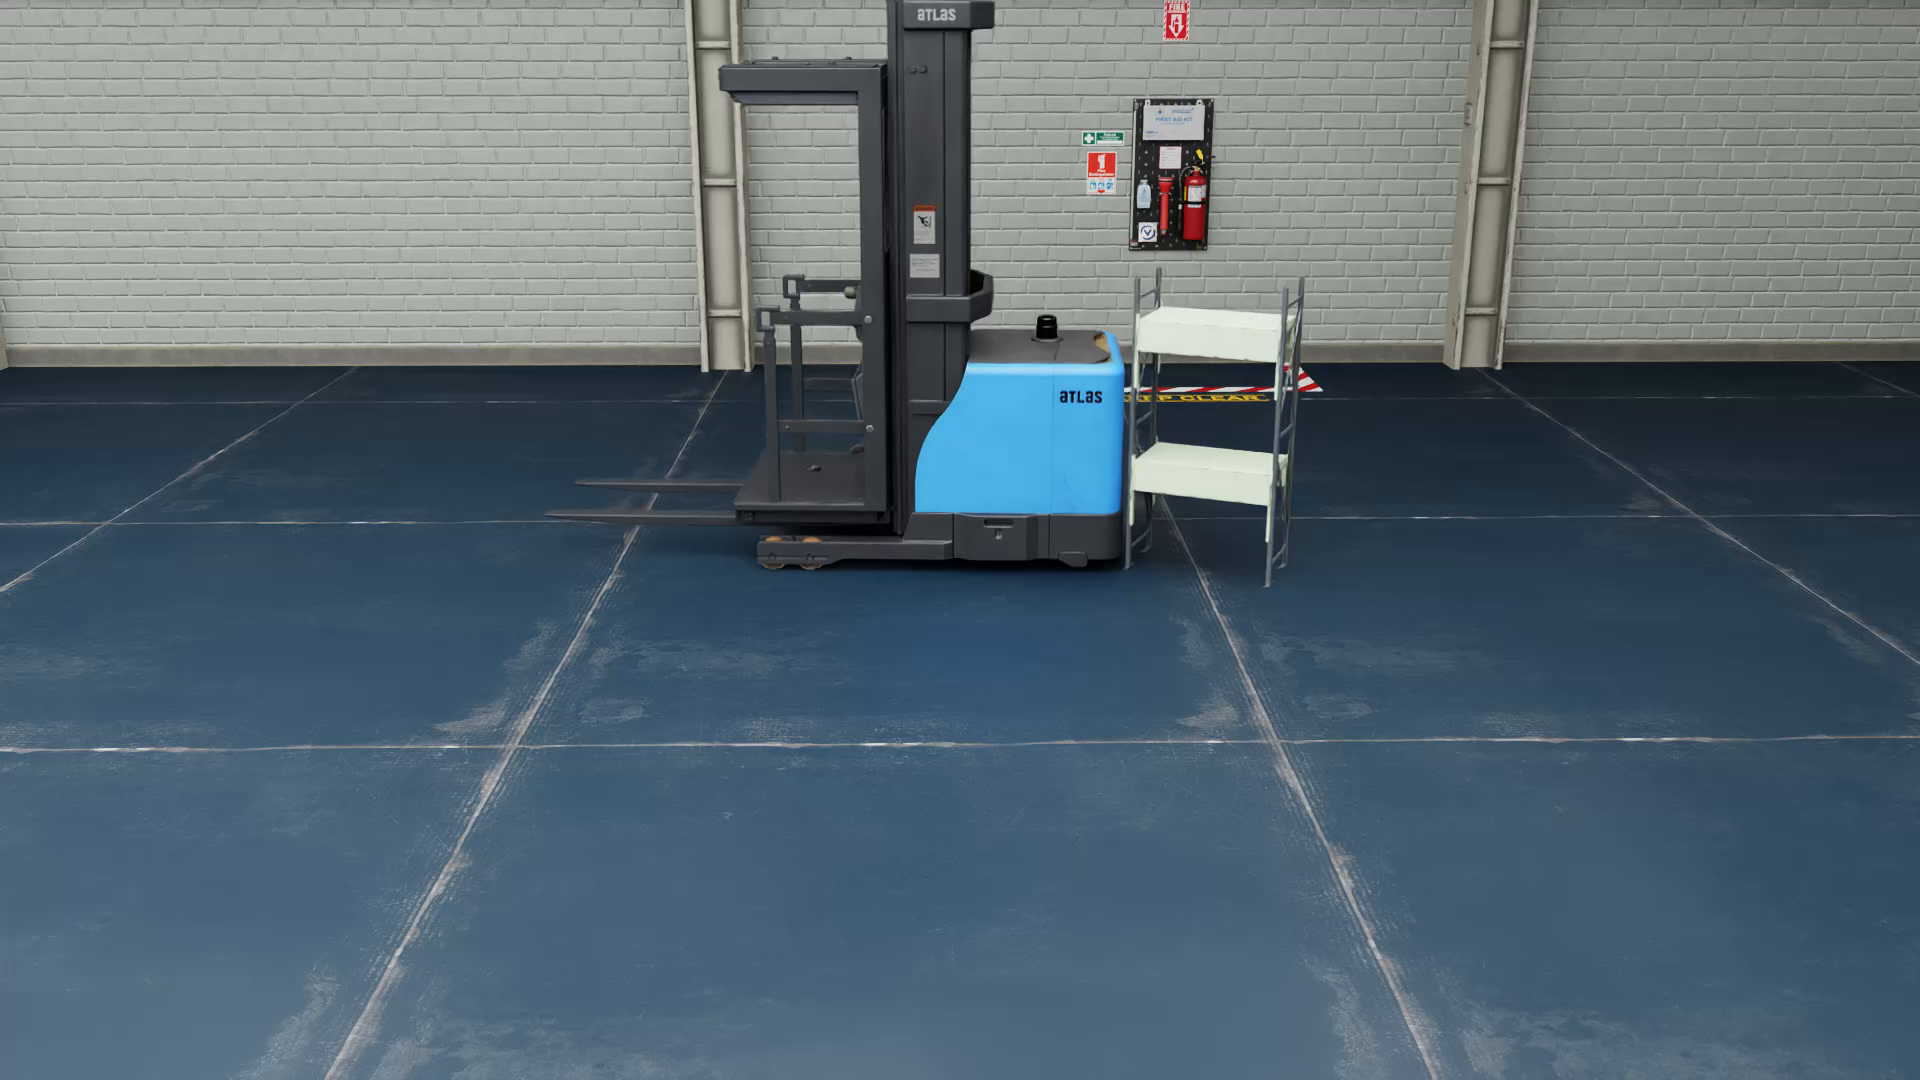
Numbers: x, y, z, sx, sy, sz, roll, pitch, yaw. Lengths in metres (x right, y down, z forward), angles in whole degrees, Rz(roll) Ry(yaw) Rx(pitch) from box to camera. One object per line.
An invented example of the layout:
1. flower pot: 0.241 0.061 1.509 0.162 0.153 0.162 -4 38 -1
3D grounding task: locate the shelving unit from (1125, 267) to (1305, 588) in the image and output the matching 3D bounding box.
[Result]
1. shelving unit: 1.277 -0.577 8.390 0.755 1.500 0.431 7 19 22

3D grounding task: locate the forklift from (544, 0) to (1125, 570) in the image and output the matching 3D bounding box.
1. forklift: -0.663 -1.401 8.617 3.031 2.935 1.130 1 18 2

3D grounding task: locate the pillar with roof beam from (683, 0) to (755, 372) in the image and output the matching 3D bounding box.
1. pillar with roof beam: -1.792 -4.355 7.890 0.400 9.000 9.100 0 18 -1

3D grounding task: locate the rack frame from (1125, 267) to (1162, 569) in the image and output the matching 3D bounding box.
1. rack frame: 0.941 -0.621 8.527 0.023 1.500 0.400 7 19 22

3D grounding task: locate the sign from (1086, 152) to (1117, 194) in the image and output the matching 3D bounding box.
1. sign: 1.114 -2.887 13.079 0.234 0.329 0.001 0 18 -1

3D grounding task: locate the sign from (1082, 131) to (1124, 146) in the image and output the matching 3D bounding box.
1. sign: 1.118 -3.137 12.990 0.331 0.109 0.001 0 18 -1

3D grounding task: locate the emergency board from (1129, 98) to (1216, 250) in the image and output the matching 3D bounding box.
1. emergency board: 1.668 -2.841 12.994 0.643 1.169 0.194 0 18 -1

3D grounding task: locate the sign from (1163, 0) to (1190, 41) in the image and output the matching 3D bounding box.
1. sign: 1.658 -3.976 12.735 0.199 0.298 0.001 0 18 -1

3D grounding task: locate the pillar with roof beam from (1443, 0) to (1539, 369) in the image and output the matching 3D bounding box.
1. pillar with roof beam: 4.208 -4.383 7.980 0.400 9.000 9.100 0 18 -1

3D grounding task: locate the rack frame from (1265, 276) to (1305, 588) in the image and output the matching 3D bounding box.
1. rack frame: 1.614 -0.533 8.253 0.023 1.500 0.400 7 19 22

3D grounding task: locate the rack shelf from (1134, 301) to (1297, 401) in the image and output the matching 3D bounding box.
1. rack shelf: 1.277 -0.948 8.271 0.720 0.370 0.431 7 19 22

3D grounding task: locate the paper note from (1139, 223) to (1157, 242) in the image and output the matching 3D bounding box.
1. paper note: 1.490 -2.442 13.192 0.142 0.148 0.016 0 18 -1

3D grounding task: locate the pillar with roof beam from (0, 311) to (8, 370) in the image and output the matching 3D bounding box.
1. pillar with roof beam: -7.791 -4.326 7.800 0.400 9.000 9.100 0 18 -1

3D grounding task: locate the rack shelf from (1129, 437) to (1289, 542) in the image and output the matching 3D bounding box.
1. rack shelf: 1.277 -0.266 8.490 0.720 0.370 0.431 7 19 22
